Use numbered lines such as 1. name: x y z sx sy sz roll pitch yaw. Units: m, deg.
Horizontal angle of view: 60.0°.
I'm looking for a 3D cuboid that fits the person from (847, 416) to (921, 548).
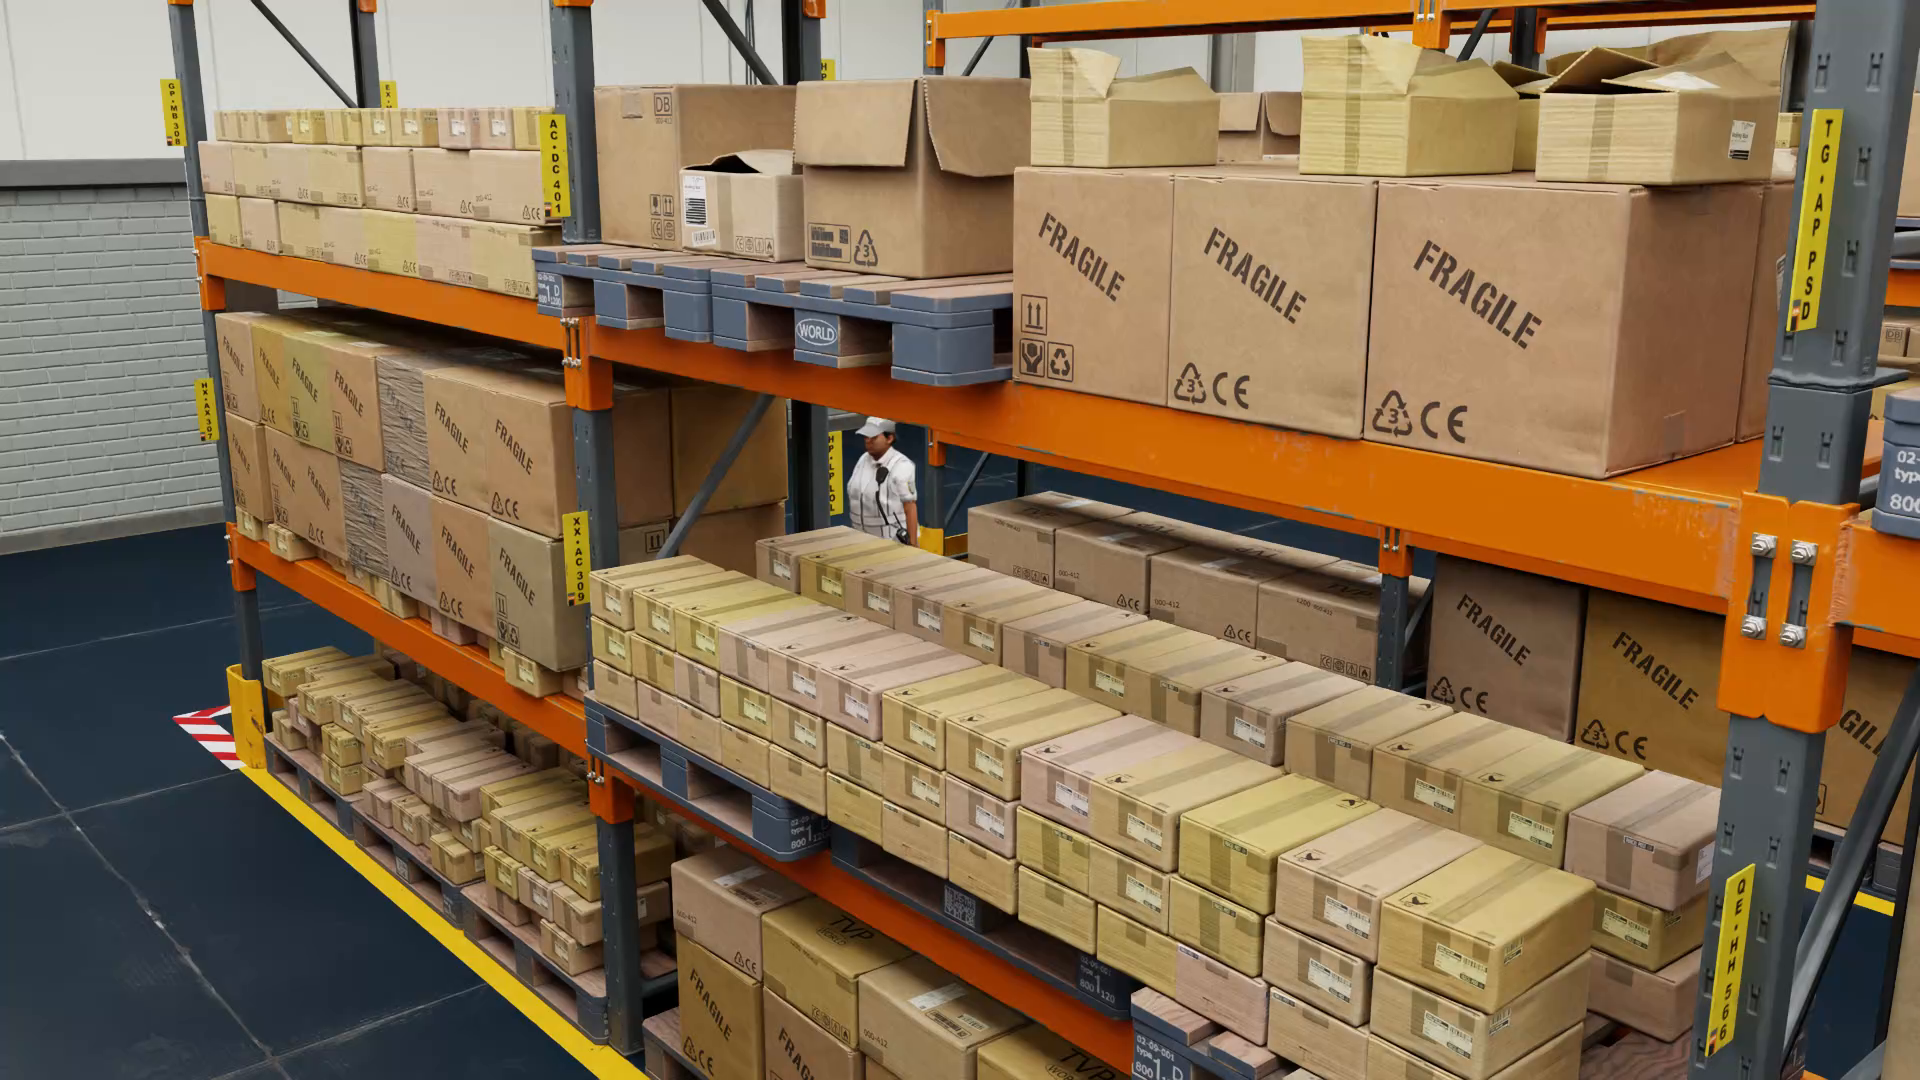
1. person: -0.484 0.060 10.278 0.542 1.692 0.474 13 19 42
